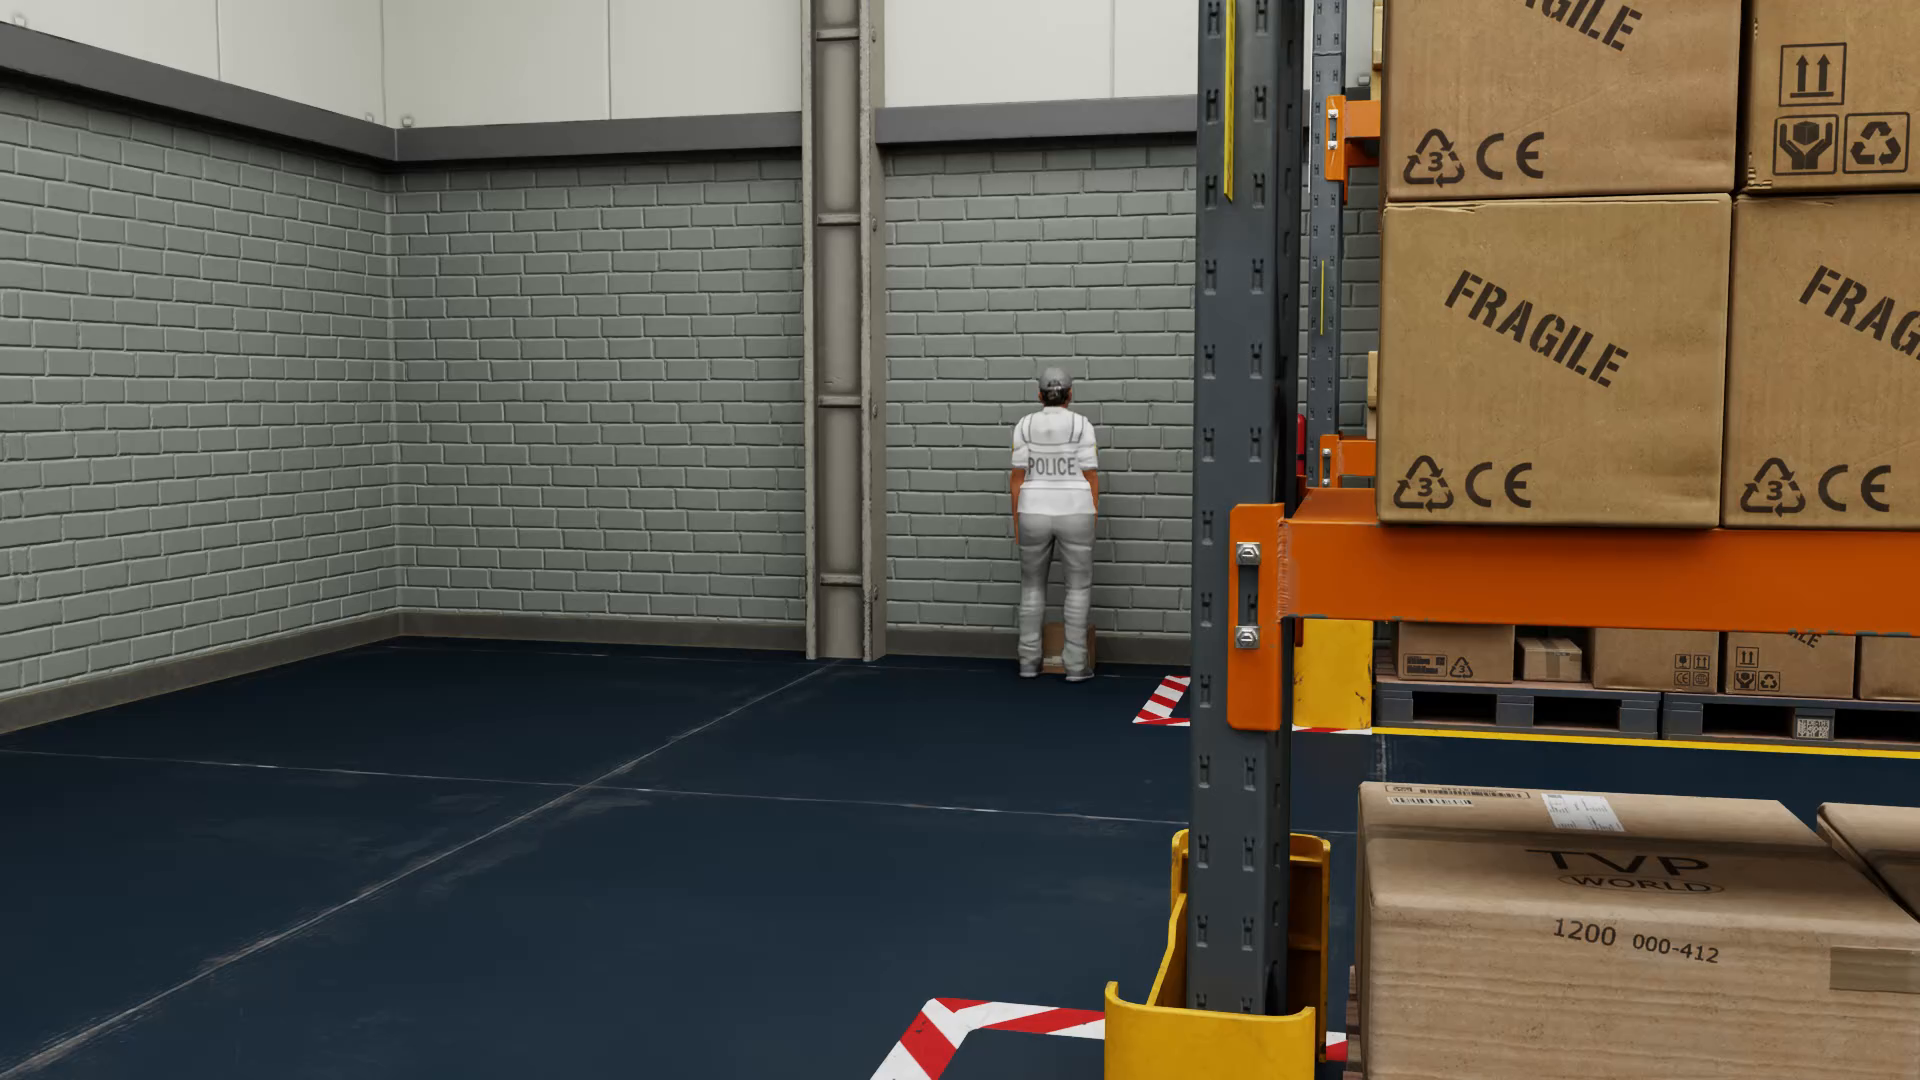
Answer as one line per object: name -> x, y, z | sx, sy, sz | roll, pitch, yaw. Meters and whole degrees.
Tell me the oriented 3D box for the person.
person -> 0.506, -0.088, 8.810 | 0.471, 1.662, 0.397 | 1, 5, 15
